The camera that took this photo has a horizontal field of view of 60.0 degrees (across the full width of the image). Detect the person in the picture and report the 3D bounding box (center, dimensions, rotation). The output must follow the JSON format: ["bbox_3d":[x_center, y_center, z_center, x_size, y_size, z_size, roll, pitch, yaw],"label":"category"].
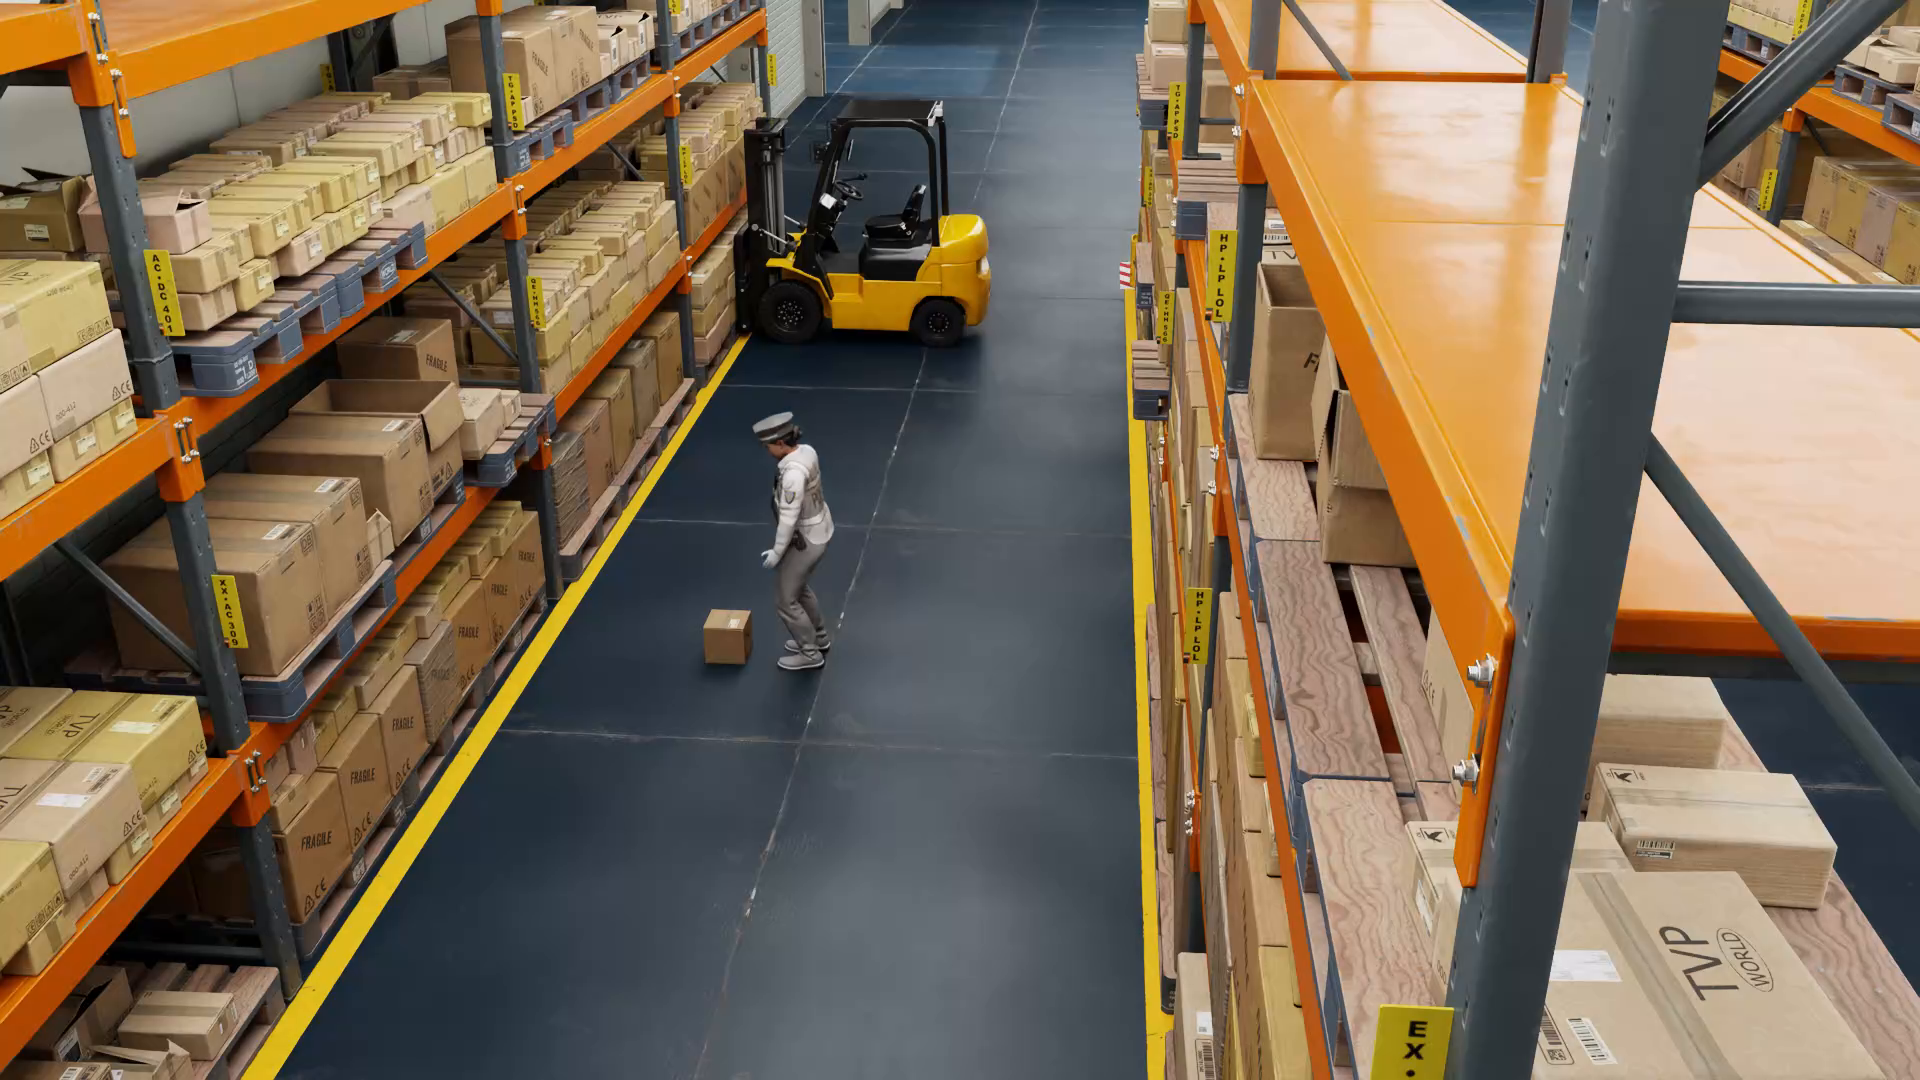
[{"bbox_3d":[-0.991,0.013,10.023,0.446,1.626,0.500,2,25,5],"label":"person"}]
